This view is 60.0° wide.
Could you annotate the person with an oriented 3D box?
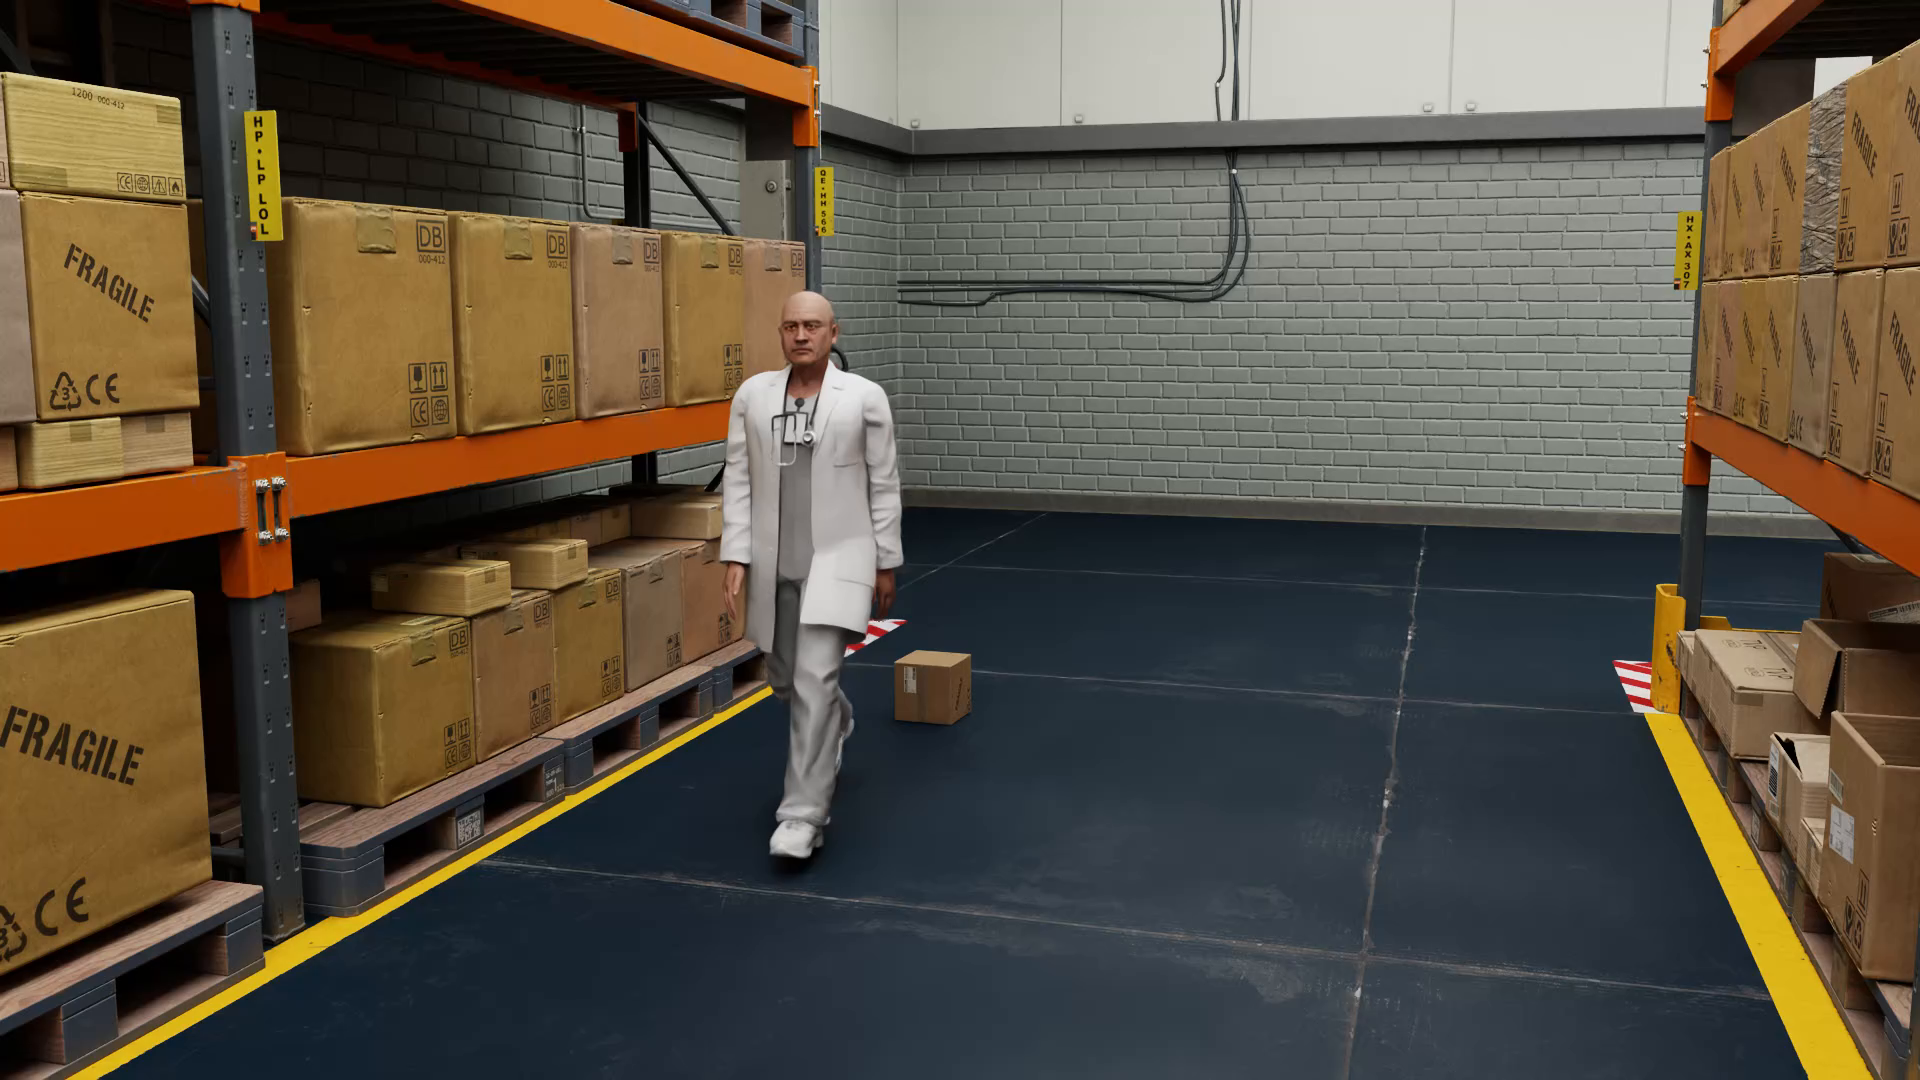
[{"bbox_3d":[-0.480,0.071,5.403,0.570,1.739,1.100,2,8,14],"label":"person"}]
